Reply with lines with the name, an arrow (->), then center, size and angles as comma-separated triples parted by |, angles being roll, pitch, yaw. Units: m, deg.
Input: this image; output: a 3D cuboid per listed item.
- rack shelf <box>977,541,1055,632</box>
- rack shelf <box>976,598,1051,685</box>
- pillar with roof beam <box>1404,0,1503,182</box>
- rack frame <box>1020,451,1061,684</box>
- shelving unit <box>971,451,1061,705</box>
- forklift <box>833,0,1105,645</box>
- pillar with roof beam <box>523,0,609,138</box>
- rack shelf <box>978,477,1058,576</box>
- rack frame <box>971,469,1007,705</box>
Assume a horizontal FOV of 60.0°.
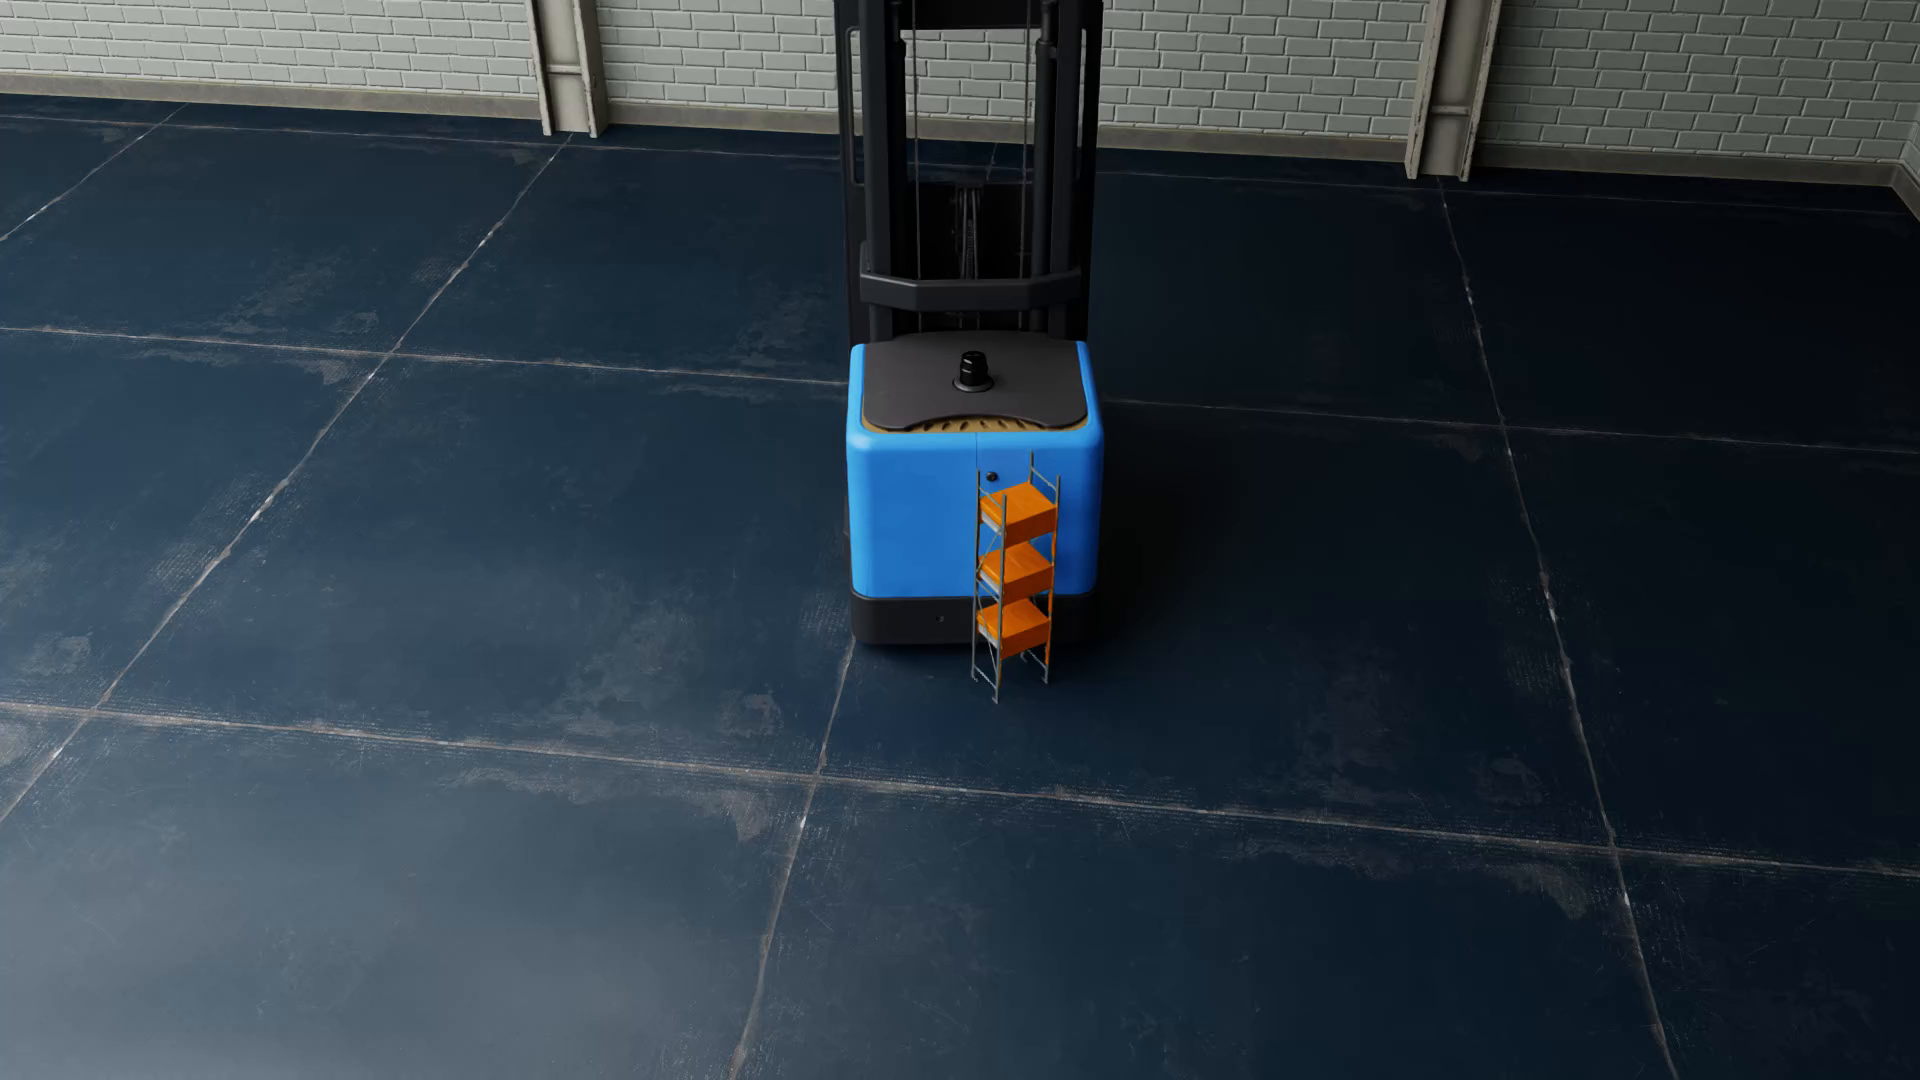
rack shelf -> 0.214, 0.173, 6.616 | 0.240, 0.259, 0.215 | -20, 42, -25
rack shelf -> 0.210, 0.396, 6.783 | 0.240, 0.259, 0.215 | -20, 42, -25
pillar with roof beam -> 2.672, -3.679, 5.159 | 0.400, 9.000, 9.100 | 4, 36, 6
rack frame -> 0.318, 0.127, 6.662 | 0.008, 1.050, 0.200 | -20, 42, -25
shelving unit -> 0.214, 0.165, 6.610 | 0.252, 1.050, 0.215 | -20, 42, -25
forklift -> 0.027, -1.579, 7.439 | 1.130, 2.935, 3.031 | -1, 36, -1
pillar with roof beam -> -3.280, -4.123, 5.781 | 0.400, 9.000, 9.100 | 4, 36, 6
rack shelf -> 0.218, -0.054, 6.446 | 0.240, 0.259, 0.215 | -20, 42, -25
rack frame -> 0.111, 0.202, 6.558 | 0.008, 1.050, 0.200 | -20, 42, -25
